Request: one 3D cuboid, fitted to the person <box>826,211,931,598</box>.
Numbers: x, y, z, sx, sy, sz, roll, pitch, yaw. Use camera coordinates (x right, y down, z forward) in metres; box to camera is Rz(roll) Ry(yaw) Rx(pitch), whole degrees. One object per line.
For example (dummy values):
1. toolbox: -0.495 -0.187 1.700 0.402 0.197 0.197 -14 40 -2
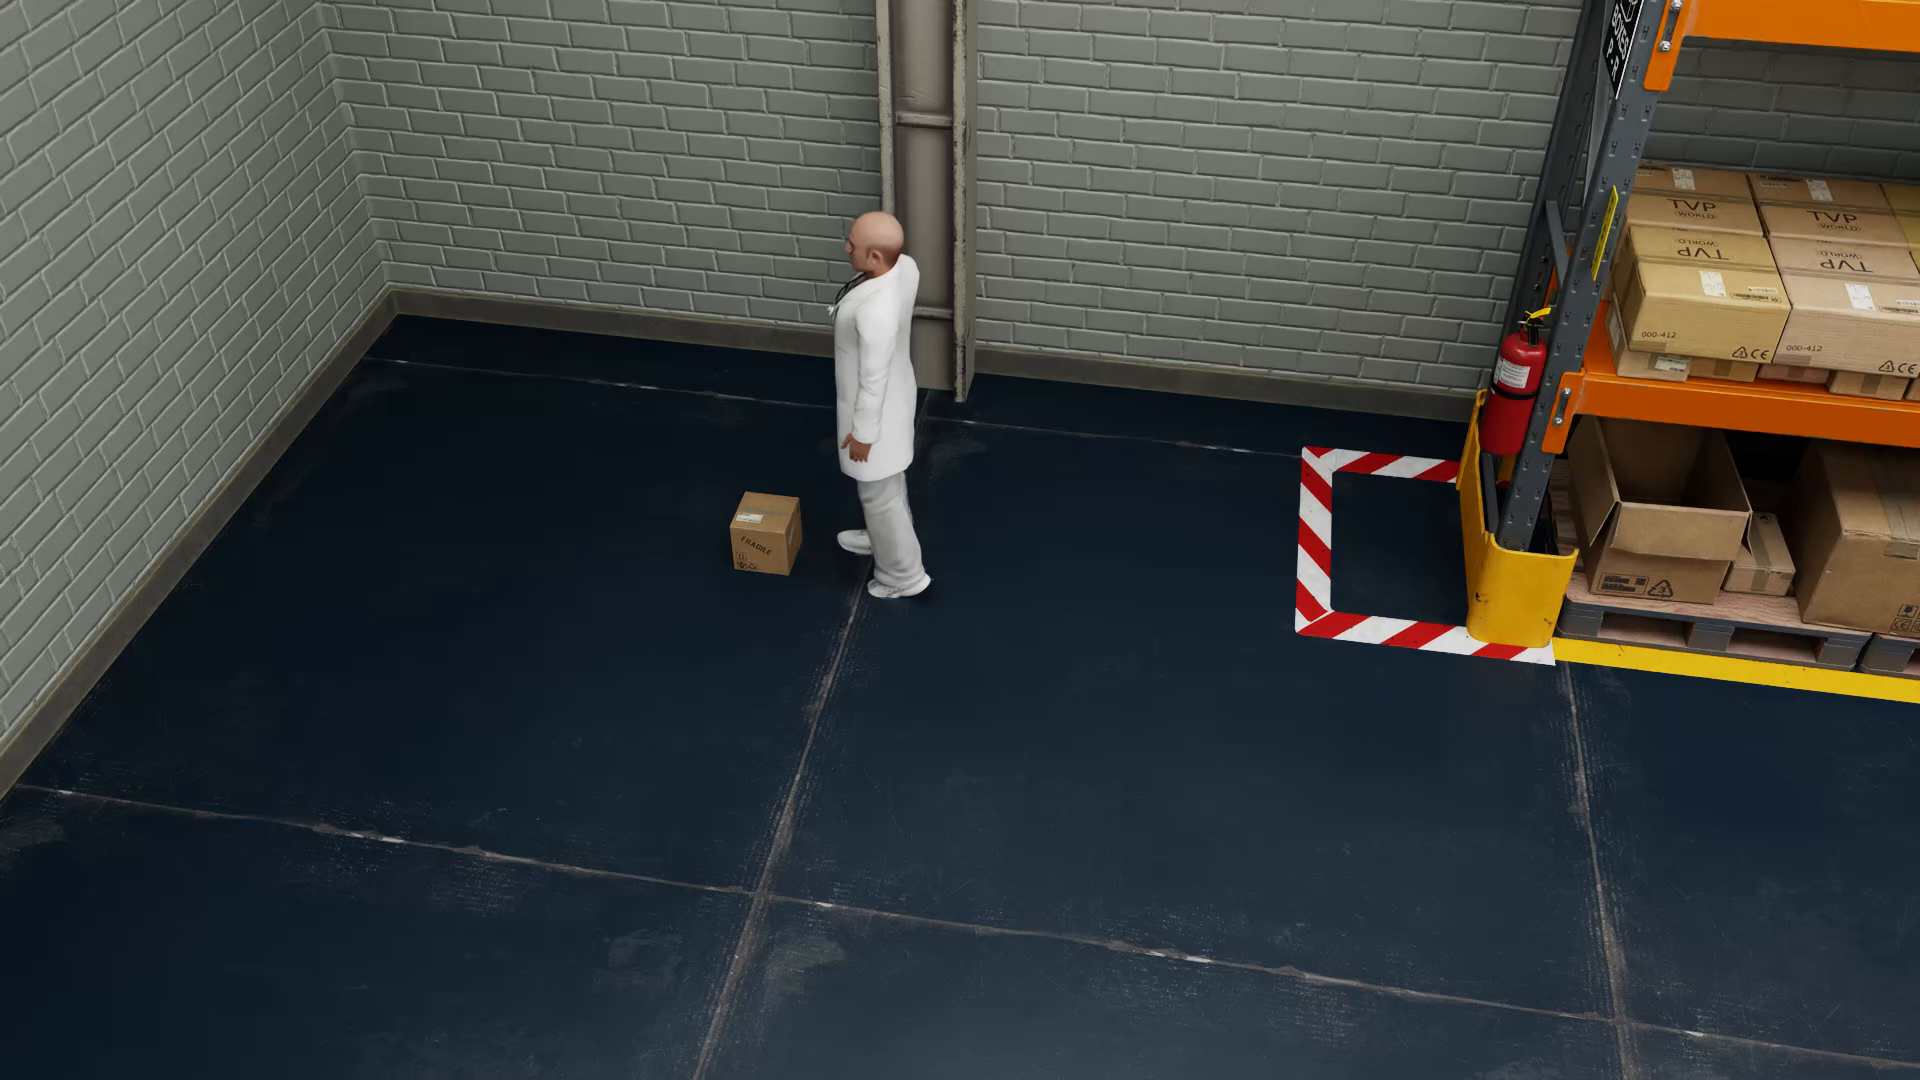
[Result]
1. person: -0.343 -0.524 6.846 0.480 1.848 0.573 7 41 8
